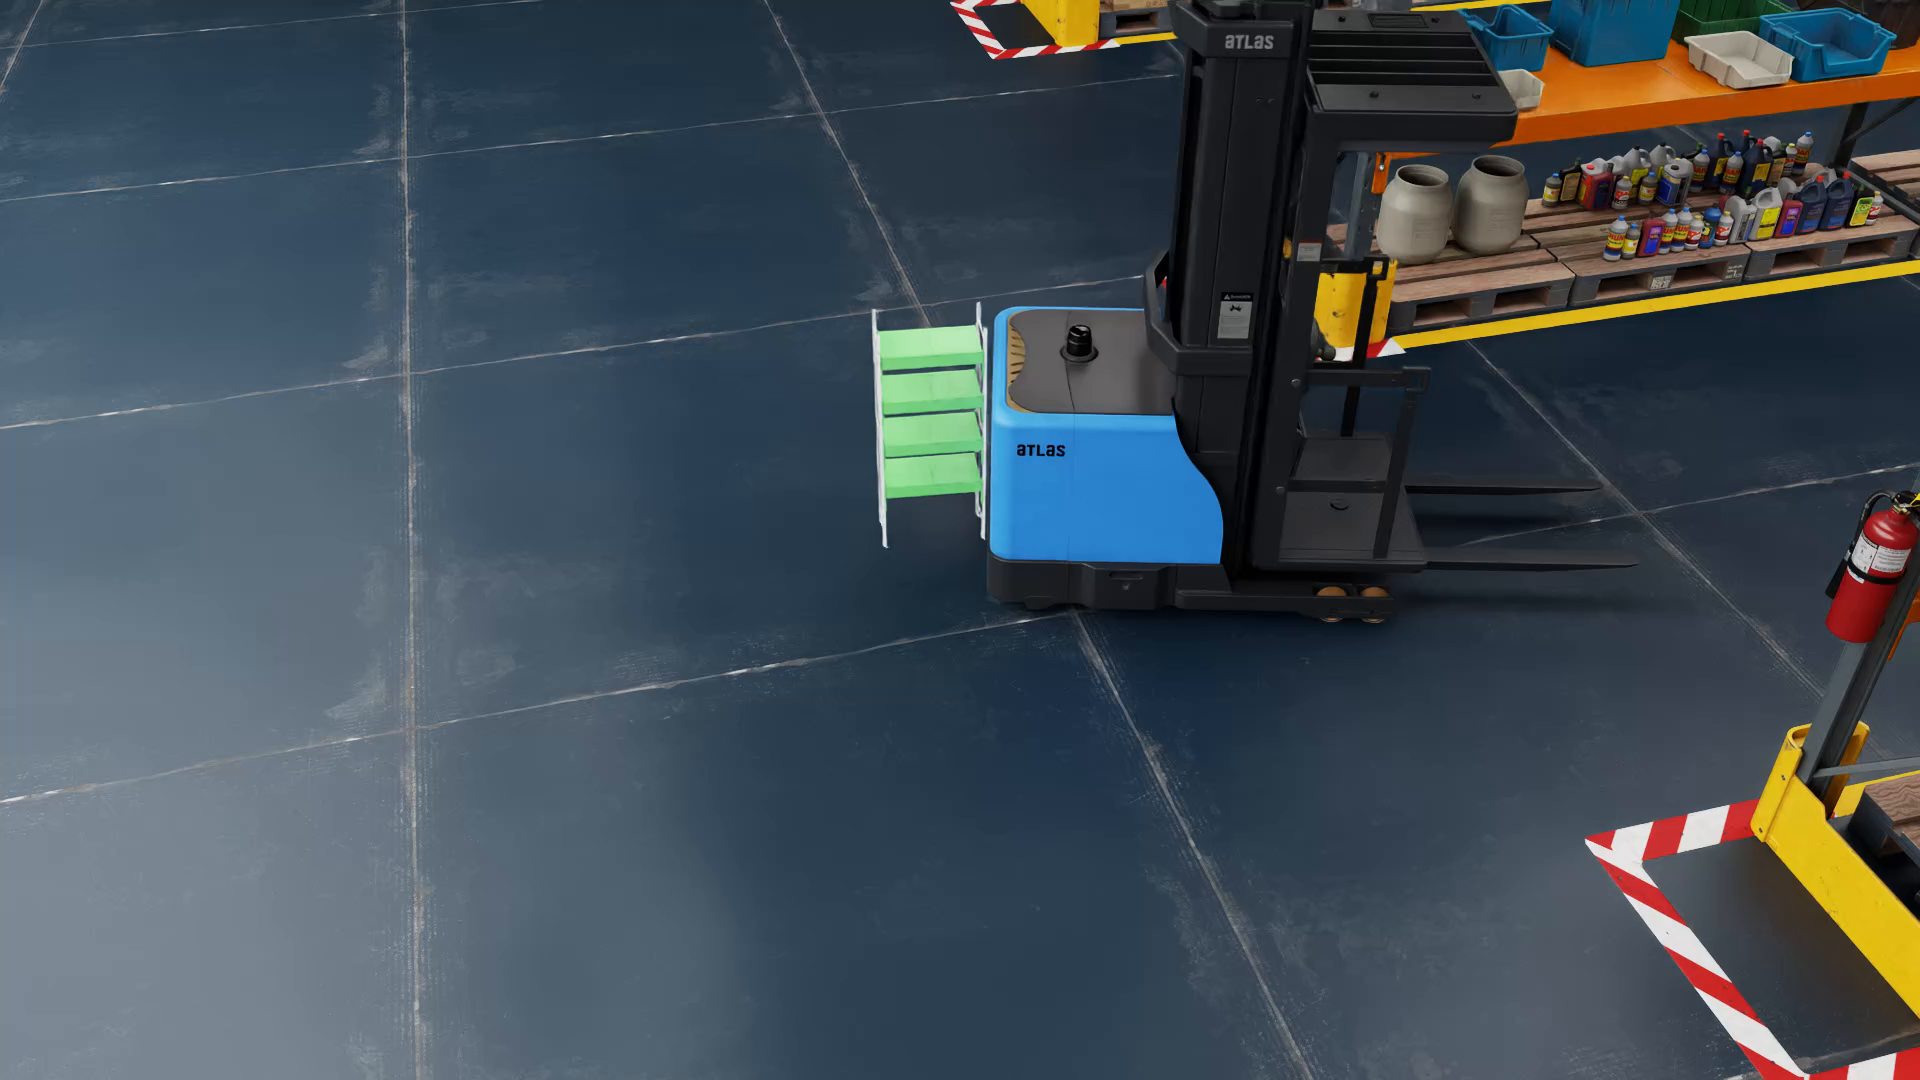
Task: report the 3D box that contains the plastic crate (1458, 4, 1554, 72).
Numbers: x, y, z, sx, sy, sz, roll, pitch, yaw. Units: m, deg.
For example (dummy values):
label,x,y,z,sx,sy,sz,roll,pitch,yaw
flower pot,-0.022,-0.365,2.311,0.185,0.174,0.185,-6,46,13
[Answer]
label,x,y,z,sx,sy,sz,roll,pitch,yaw
plastic crate,3.164,-2.928,9.711,0.408,0.251,0.499,-9,38,-12

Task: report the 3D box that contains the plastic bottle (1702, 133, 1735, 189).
label,x,y,z,sx,sy,sz,roll,pitch,yaw
plastic bottle,4.923,-2.475,10.814,0.185,0.351,0.144,-11,39,-14

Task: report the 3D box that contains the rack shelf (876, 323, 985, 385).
label,x,y,z,sx,sy,sz,roll,pitch,yaw
rack shelf,-0.140,-0.862,7.684,0.480,0.148,0.258,-5,38,-6

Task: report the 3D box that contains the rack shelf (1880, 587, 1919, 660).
label,x,y,z,sx,sy,sz,roll,pitch,yaw
rack shelf,5.353,0.241,6.038,4.000,0.370,1.077,-9,38,-12

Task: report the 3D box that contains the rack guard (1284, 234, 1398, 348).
label,x,y,z,sx,sy,sz,roll,pitch,yaw
rack guard,2.192,-1.680,10.014,0.348,0.500,1.175,-9,38,-12

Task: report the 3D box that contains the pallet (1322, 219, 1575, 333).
label,x,y,z,sx,sy,sz,roll,pitch,yaw
pallet,2.977,-1.691,10.266,1.213,0.211,1.003,-9,38,-12

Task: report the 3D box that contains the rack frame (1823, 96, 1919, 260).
label,x,y,z,sx,sy,sz,roll,pitch,yaw
rack frame,5.992,-3.267,10.031,0.127,3.000,1.000,-9,38,-12

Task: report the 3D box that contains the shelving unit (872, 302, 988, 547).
label,x,y,z,sx,sy,sz,roll,pitch,yaw
shelving unit,-0.140,-0.531,7.937,0.503,1.200,0.258,-5,38,-6

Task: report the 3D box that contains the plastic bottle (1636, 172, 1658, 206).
label,x,y,z,sx,sy,sz,roll,pitch,yaw
plastic bottle,4.406,-2.255,10.650,0.097,0.201,0.097,0,37,0

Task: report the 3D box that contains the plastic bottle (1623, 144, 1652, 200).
label,x,y,z,sx,sy,sz,roll,pitch,yaw
plastic bottle,4.333,-2.378,10.688,0.185,0.351,0.144,-8,38,-10

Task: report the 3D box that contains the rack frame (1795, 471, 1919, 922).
label,x,y,z,sx,sy,sz,roll,pitch,yaw
rack frame,3.422,0.272,5.405,0.127,3.000,1.000,-9,38,-12

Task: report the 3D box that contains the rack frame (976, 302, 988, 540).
label,x,y,z,sx,sy,sz,roll,pitch,yaw
rack frame,0.102,-0.551,7.962,0.015,1.200,0.240,-5,38,-6

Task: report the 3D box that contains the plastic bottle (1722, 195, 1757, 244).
label,x,y,z,sx,sy,sz,roll,pitch,yaw
plastic bottle,4.791,-1.984,10.233,0.135,0.276,0.152,-9,38,-11

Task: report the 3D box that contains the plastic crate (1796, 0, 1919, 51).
label,x,y,z,sx,sy,sz,roll,pitch,yaw
plastic crate,5.454,-3.234,10.039,0.504,0.338,0.767,-9,38,-12

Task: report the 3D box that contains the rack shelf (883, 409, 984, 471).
label,x,y,z,sx,sy,sz,roll,pitch,yaw
rack shelf,-0.140,-0.481,7.975,0.480,0.148,0.258,-5,38,-6

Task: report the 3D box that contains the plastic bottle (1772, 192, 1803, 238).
label,x,y,z,sx,sy,sz,roll,pitch,yaw
plastic bottle,5.114,-2.011,10.263,0.133,0.283,0.061,-7,38,-9

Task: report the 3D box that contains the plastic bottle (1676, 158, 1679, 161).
label,x,y,z,sx,sy,sz,roll,pitch,yaw
plastic bottle,4.643,-2.385,10.819,0.097,0.201,0.097,0,37,0

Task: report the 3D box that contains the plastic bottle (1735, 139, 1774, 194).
label,x,y,z,sx,sy,sz,roll,pitch,yaw
plastic bottle,5.142,-2.420,10.743,0.185,0.351,0.144,-9,38,-12

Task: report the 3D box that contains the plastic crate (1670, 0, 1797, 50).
label,x,y,z,sx,sy,sz,roll,pitch,yaw
plastic crate,4.608,-3.133,10.031,0.662,0.188,0.450,-9,38,-12

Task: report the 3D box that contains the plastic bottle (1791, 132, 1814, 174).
label,x,y,z,sx,sy,sz,roll,pitch,yaw
plastic bottle,5.570,-2.565,10.997,0.097,0.271,0.097,0,37,0

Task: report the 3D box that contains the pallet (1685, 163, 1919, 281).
label,x,y,z,sx,sy,sz,roll,pitch,yaw
pallet,5.333,-2.077,10.771,1.213,0.211,1.003,-9,38,-12

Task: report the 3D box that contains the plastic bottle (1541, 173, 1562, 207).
label,x,y,z,sx,sy,sz,roll,pitch,yaw
plastic bottle,3.789,-2.245,10.636,0.097,0.201,0.097,0,37,0

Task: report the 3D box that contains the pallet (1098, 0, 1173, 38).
label,x,y,z,sx,sy,sz,roll,pitch,yaw
pallet,1.570,-4.578,14.039,1.213,0.211,1.003,-9,38,-12

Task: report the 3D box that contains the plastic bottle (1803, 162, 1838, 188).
label,x,y,z,sx,sy,sz,roll,pitch,yaw
plastic bottle,5.408,-2.203,10.459,0.185,0.351,0.144,-9,38,-12

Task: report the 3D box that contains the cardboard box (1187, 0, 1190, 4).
label,x,y,z,sx,sy,sz,roll,pitch,yaw
cardboard box,1.900,-4.650,13.757,0.500,0.250,0.500,-9,38,-12

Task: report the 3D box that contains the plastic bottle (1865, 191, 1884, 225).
label,x,y,z,sx,sy,sz,roll,pitch,yaw
plastic bottle,5.723,-2.090,10.434,0.097,0.201,0.097,0,37,0

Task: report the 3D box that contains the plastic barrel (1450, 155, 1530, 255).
label,x,y,z,sx,sy,sz,roll,pitch,yaw
plastic barrel,3.230,-2.040,10.130,0.421,0.512,0.421,0,37,0

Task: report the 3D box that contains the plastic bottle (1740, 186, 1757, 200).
label,x,y,z,sx,sy,sz,roll,pitch,yaw
plastic bottle,4.897,-2.066,10.335,0.133,0.283,0.061,-9,38,-12

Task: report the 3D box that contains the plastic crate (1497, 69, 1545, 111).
label,x,y,z,sx,sy,sz,roll,pitch,yaw
plastic crate,3.078,-2.482,9.222,0.250,0.136,0.298,-9,38,-12

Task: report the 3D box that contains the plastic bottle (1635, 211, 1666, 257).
label,x,y,z,sx,sy,sz,roll,pitch,yaw
plastic bottle,4.186,-1.859,10.064,0.133,0.283,0.061,-9,38,-11

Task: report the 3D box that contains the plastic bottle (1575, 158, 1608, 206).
label,x,y,z,sx,sy,sz,roll,pitch,yaw
plastic bottle,4.040,-2.298,10.644,0.135,0.276,0.152,-9,38,-12

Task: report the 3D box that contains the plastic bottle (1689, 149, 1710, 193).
label,x,y,z,sx,sy,sz,roll,pitch,yaw
plastic bottle,4.790,-2.398,10.779,0.097,0.271,0.097,0,37,0

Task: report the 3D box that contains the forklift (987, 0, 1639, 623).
label,x,y,z,sx,sy,sz,roll,pitch,yaw
forklift,1.653,-1.109,7.267,3.031,2.935,1.130,1,37,1

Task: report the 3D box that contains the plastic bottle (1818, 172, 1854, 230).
label,x,y,z,sx,sy,sz,roll,pitch,yaw
plastic bottle,5.446,-2.118,10.348,0.185,0.351,0.144,-10,39,-13

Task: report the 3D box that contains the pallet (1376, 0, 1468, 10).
label,x,y,z,sx,sy,sz,roll,pitch,yaw
pallet,3.926,-4.964,14.545,1.213,0.211,1.003,-9,38,-12

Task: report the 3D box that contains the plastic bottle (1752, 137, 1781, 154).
label,x,y,z,sx,sy,sz,roll,pitch,yaw
plastic bottle,5.265,-2.499,10.907,0.135,0.276,0.152,-8,38,-10

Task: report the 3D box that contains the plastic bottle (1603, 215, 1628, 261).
label,x,y,z,sx,sy,sz,roll,pitch,yaw
plastic bottle,3.962,-1.829,10.035,0.097,0.271,0.097,0,37,0

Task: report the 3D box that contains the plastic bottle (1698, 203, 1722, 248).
label,x,y,z,sx,sy,sz,roll,pitch,yaw
plastic bottle,4.585,-1.931,10.168,0.097,0.271,0.097,0,37,0

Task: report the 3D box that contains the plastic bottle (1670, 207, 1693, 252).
label,x,y,z,sx,sy,sz,roll,pitch,yaw
plastic bottle,4.390,-1.899,10.126,0.097,0.271,0.097,0,37,0
